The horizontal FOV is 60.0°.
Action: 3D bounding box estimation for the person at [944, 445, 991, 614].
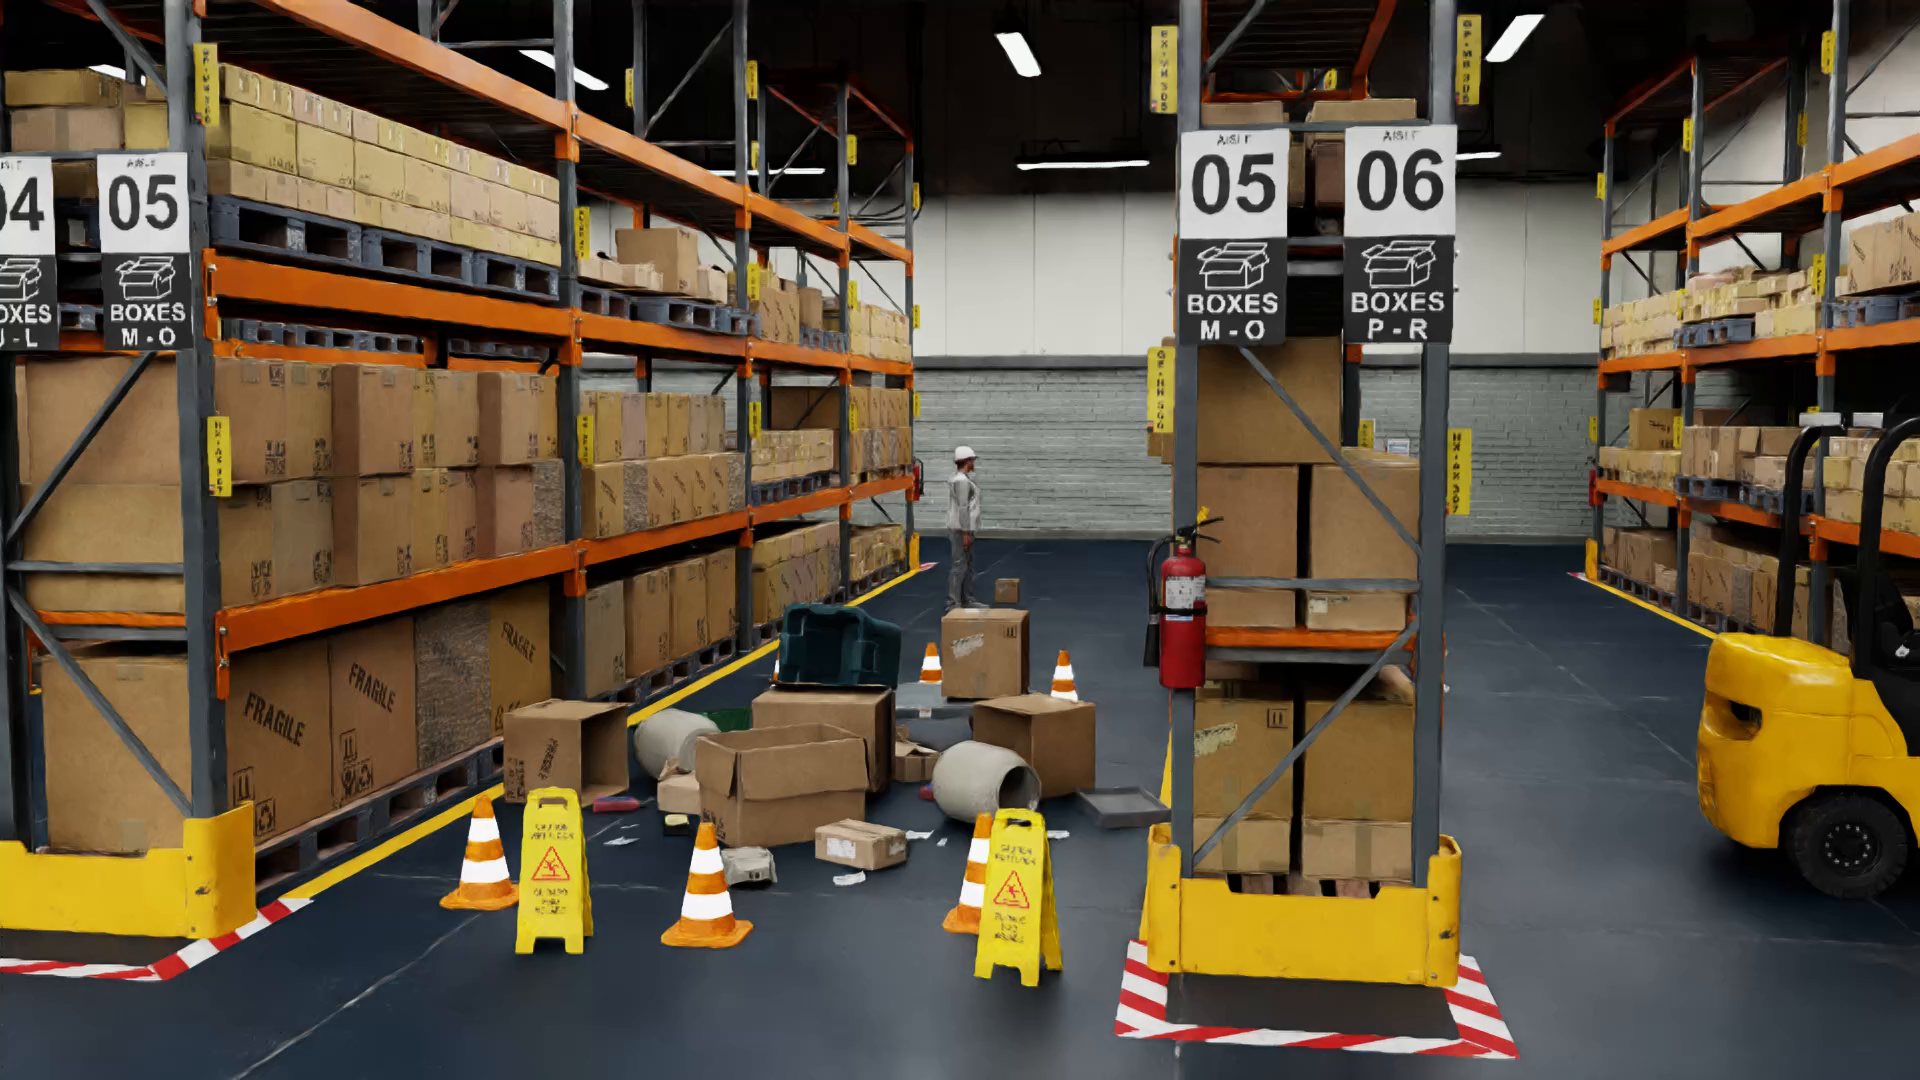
[{"bbox_3d":[0.083,-0.100,17.456,0.515,1.765,0.596,0,4,-5],"label":"person"}]
